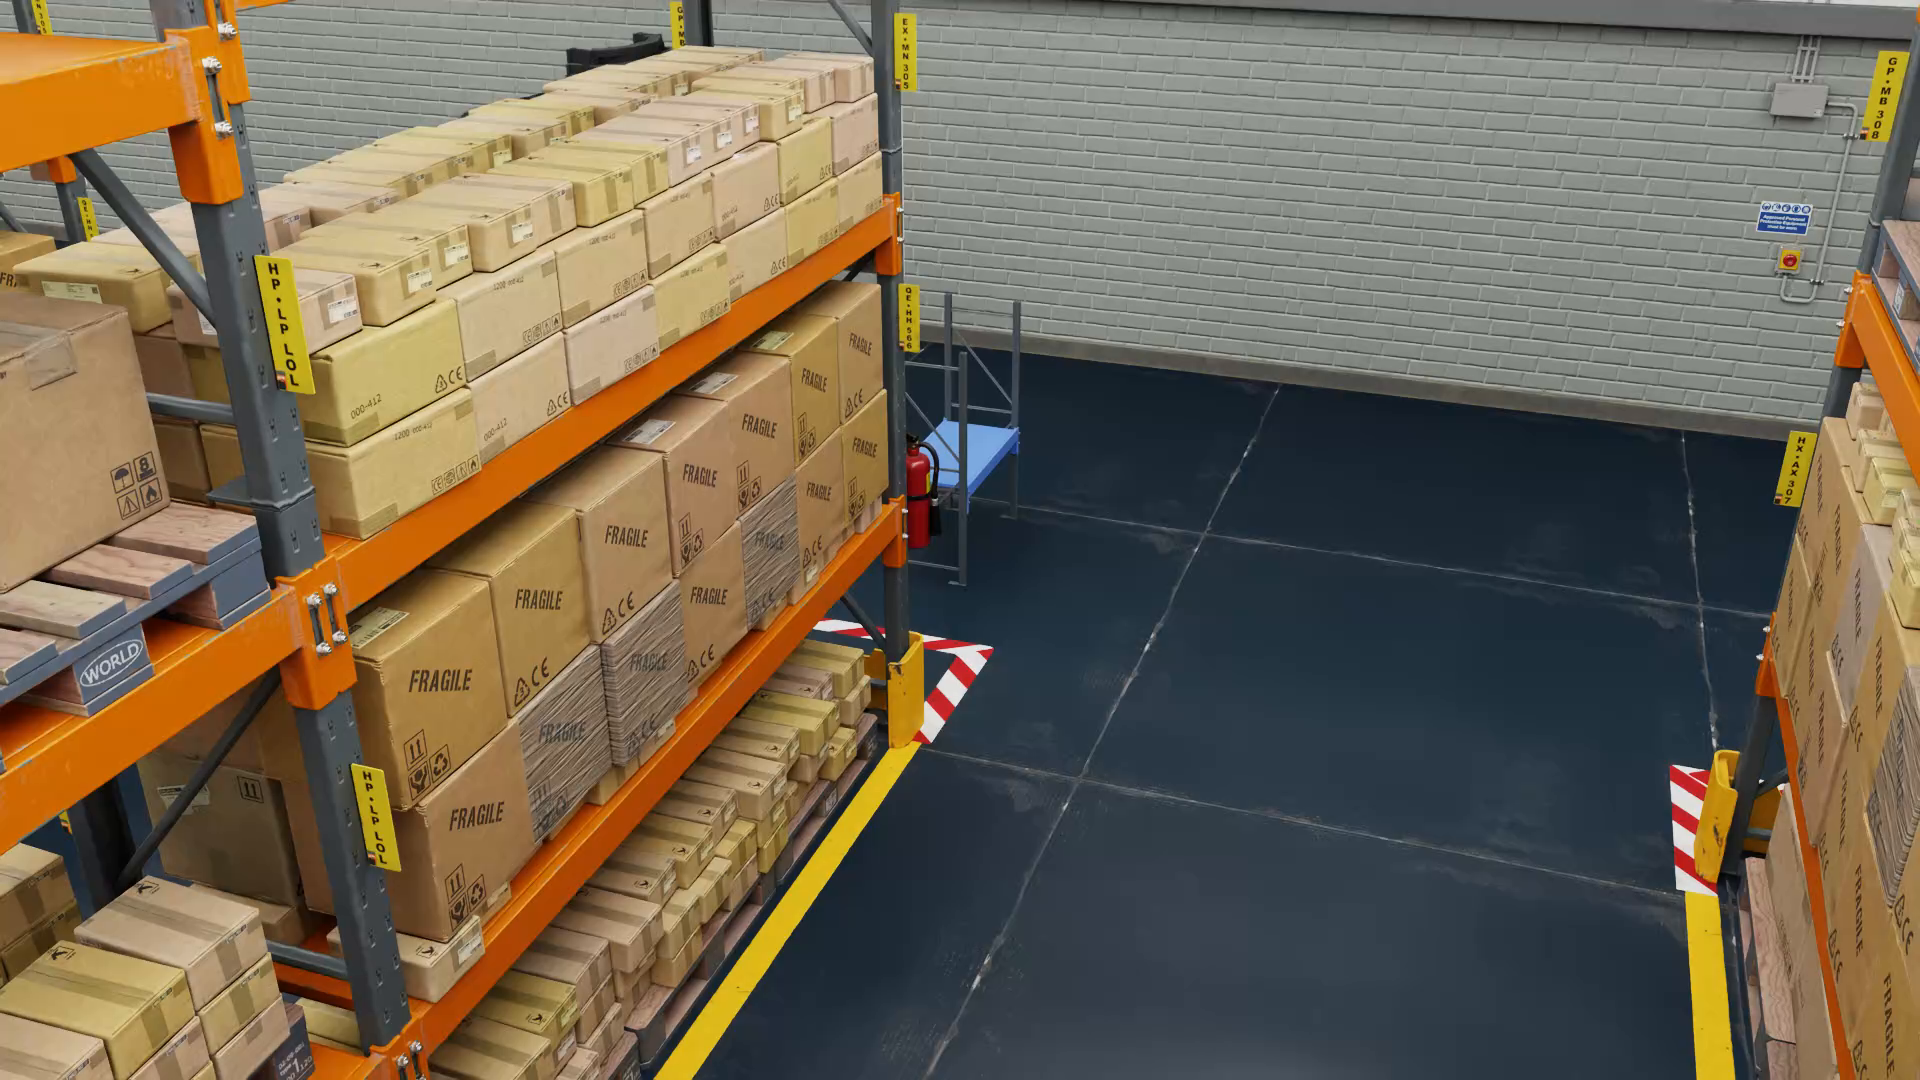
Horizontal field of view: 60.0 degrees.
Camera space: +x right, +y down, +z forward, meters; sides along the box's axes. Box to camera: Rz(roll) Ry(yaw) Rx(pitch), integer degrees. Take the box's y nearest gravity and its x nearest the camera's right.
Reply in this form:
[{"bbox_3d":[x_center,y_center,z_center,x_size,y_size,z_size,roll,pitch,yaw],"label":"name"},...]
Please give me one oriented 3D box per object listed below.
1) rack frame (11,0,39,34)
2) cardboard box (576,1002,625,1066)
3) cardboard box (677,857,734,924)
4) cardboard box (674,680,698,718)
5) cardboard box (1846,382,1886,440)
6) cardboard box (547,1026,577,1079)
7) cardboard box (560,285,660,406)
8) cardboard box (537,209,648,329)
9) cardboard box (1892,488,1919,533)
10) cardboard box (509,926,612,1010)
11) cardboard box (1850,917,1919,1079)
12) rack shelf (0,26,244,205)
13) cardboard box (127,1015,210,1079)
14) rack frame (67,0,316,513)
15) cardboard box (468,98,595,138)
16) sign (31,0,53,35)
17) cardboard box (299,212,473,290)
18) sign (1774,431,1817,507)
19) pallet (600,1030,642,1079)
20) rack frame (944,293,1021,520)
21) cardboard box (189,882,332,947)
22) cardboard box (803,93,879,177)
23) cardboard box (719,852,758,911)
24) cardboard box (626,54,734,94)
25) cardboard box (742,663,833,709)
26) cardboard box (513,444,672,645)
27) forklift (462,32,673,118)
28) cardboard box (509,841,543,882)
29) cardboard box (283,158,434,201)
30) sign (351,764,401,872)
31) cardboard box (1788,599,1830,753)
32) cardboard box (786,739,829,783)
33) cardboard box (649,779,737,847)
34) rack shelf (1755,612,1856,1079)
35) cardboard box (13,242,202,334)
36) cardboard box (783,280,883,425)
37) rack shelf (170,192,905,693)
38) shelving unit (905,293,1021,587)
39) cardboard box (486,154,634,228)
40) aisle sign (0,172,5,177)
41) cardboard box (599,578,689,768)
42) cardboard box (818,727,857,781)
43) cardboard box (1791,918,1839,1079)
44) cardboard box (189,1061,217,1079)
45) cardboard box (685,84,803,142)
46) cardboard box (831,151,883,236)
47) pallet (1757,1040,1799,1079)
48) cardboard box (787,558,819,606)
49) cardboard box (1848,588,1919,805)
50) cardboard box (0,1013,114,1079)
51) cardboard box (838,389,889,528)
[{"bbox_3d":[-5.397,-3.919,8.518,1.000,3.000,0.127,9,27,17],"label":"rack frame"},{"bbox_3d":[-1.501,1.846,6.284,0.380,0.149,0.250,8,27,16],"label":"cardboard box"},{"bbox_3d":[-1.159,1.409,6.846,0.380,0.149,0.250,9,27,18],"label":"cardboard box"},{"bbox_3d":[-1.244,0.565,6.429,0.380,0.149,0.250,10,28,19],"label":"cardboard box"},{"bbox_3d":[3.569,-0.463,6.257,0.380,0.149,0.250,9,27,19],"label":"cardboard box"},{"bbox_3d":[-1.615,1.821,5.995,0.380,0.149,0.250,9,27,17],"label":"cardboard box"},{"bbox_3d":[-1.332,-0.667,5.416,0.500,0.250,0.500,10,28,20],"label":"cardboard box"},{"bbox_3d":[-1.347,-0.893,5.310,0.500,0.250,0.500,9,27,18],"label":"cardboard box"},{"bbox_3d":[3.246,-0.028,5.360,0.380,0.149,0.250,9,27,18],"label":"cardboard box"},{"bbox_3d":[-1.524,1.575,6.163,0.380,0.149,0.250,8,27,16],"label":"cardboard box"},{"bbox_3d":[2.697,1.377,4.349,0.500,0.500,0.500,8,27,16],"label":"cardboard box"},{"bbox_3d":[-2.750,-0.189,2.098,1.077,0.370,4.000,9,27,17],"label":"rack shelf"},{"bbox_3d":[-2.117,1.277,4.136,0.380,0.149,0.250,9,27,18],"label":"cardboard box"},{"bbox_3d":[-2.084,-1.514,3.551,1.000,3.000,0.127,9,27,17],"label":"rack frame"},{"bbox_3d":[-1.582,-1.526,6.159,0.380,0.149,0.250,10,27,19],"label":"cardboard box"},{"bbox_3d":[-4.890,-2.847,8.821,0.100,0.325,0.005,9,27,17],"label":"sign"},{"bbox_3d":[-1.607,-0.804,4.667,0.380,0.149,0.250,8,27,17],"label":"cardboard box"},{"bbox_3d":[3.427,-0.290,6.822,0.100,0.325,0.005,9,27,17],"label":"sign"},{"bbox_3d":[-1.894,2.160,6.047,1.003,0.211,1.213,9,27,17],"label":"pallet"},{"bbox_3d":[0.141,-0.849,10.782,0.500,1.500,0.032,9,27,17],"label":"rack frame"},{"bbox_3d":[-2.210,1.148,5.226,0.380,0.149,0.250,8,27,17],"label":"cardboard box"},{"bbox_3d":[-0.667,-1.739,7.057,0.500,0.250,0.500,8,27,16],"label":"cardboard box"},{"bbox_3d":[-1.096,1.426,7.152,0.380,0.149,0.250,9,27,18],"label":"cardboard box"},{"bbox_3d":[-1.177,-1.943,7.019,0.380,0.149,0.250,10,28,20],"label":"cardboard box"},{"bbox_3d":[-0.828,0.718,7.932,0.380,0.149,0.250,9,27,18],"label":"cardboard box"},{"bbox_3d":[-1.349,-0.011,5.727,0.500,0.500,0.500,9,27,18],"label":"cardboard box"},{"bbox_3d":[-2.563,-1.931,11.374,3.031,2.935,1.130,13,29,24],"label":"forklift"},{"bbox_3d":[-1.626,0.996,5.539,0.380,0.149,0.250,8,27,15],"label":"cardboard box"},{"bbox_3d":[-1.899,-1.099,5.276,0.380,0.149,0.250,8,27,15],"label":"cardboard box"},{"bbox_3d":[-1.560,0.744,4.443,0.100,0.325,0.005,9,27,17],"label":"sign"},{"bbox_3d":[3.376,0.541,6.076,0.500,0.500,0.500,8,27,17],"label":"cardboard box"},{"bbox_3d":[-0.831,0.974,7.744,0.380,0.149,0.250,8,27,15],"label":"cardboard box"},{"bbox_3d":[-1.170,1.150,7.039,0.380,0.149,0.250,8,27,16],"label":"cardboard box"},{"bbox_3d":[3.283,1.364,5.316,1.077,0.370,4.000,9,27,17],"label":"rack shelf"},{"bbox_3d":[-2.238,-0.669,4.389,0.380,0.149,0.250,8,27,15],"label":"cardboard box"},{"bbox_3d":[-0.671,-0.863,7.486,0.500,0.500,0.500,8,27,16],"label":"cardboard box"},{"bbox_3d":[-1.419,-0.662,6.059,1.077,0.370,4.000,9,27,17],"label":"rack shelf"},{"bbox_3d":[-0.028,-0.640,10.351,0.538,1.500,1.048,9,27,17],"label":"shelving unit"},{"bbox_3d":[-1.276,-1.119,5.317,0.380,0.149,0.250,10,28,20],"label":"cardboard box"},{"bbox_3d":[-5.656,-2.462,9.409,0.394,0.787,0.004,9,27,17],"label":"aisle sign"},{"bbox_3d":[-1.322,0.434,5.956,0.500,0.500,0.500,8,27,16],"label":"cardboard box"},{"bbox_3d":[-0.722,1.003,8.026,0.380,0.149,0.250,10,27,19],"label":"cardboard box"},{"bbox_3d":[3.526,1.846,5.954,0.875,0.438,0.875,9,27,19],"label":"cardboard box"},{"bbox_3d":[-2.116,1.409,4.205,0.380,0.149,0.250,9,27,18],"label":"cardboard box"},{"bbox_3d":[-0.832,-1.649,6.412,0.380,0.149,0.250,9,27,18],"label":"cardboard box"},{"bbox_3d":[-0.655,-1.515,7.167,0.500,0.250,0.500,8,27,16],"label":"cardboard box"},{"bbox_3d":[3.348,2.313,5.730,1.003,0.211,1.213,9,27,17],"label":"pallet"},{"bbox_3d":[-0.845,0.140,7.306,0.380,0.149,0.250,9,27,19],"label":"cardboard box"},{"bbox_3d":[3.026,0.510,4.991,0.500,0.500,0.500,9,27,18],"label":"cardboard box"},{"bbox_3d":[-2.210,1.252,3.846,0.380,0.149,0.250,8,27,16],"label":"cardboard box"},{"bbox_3d":[-0.660,-0.415,7.709,0.500,0.500,0.500,9,27,18],"label":"cardboard box"}]
